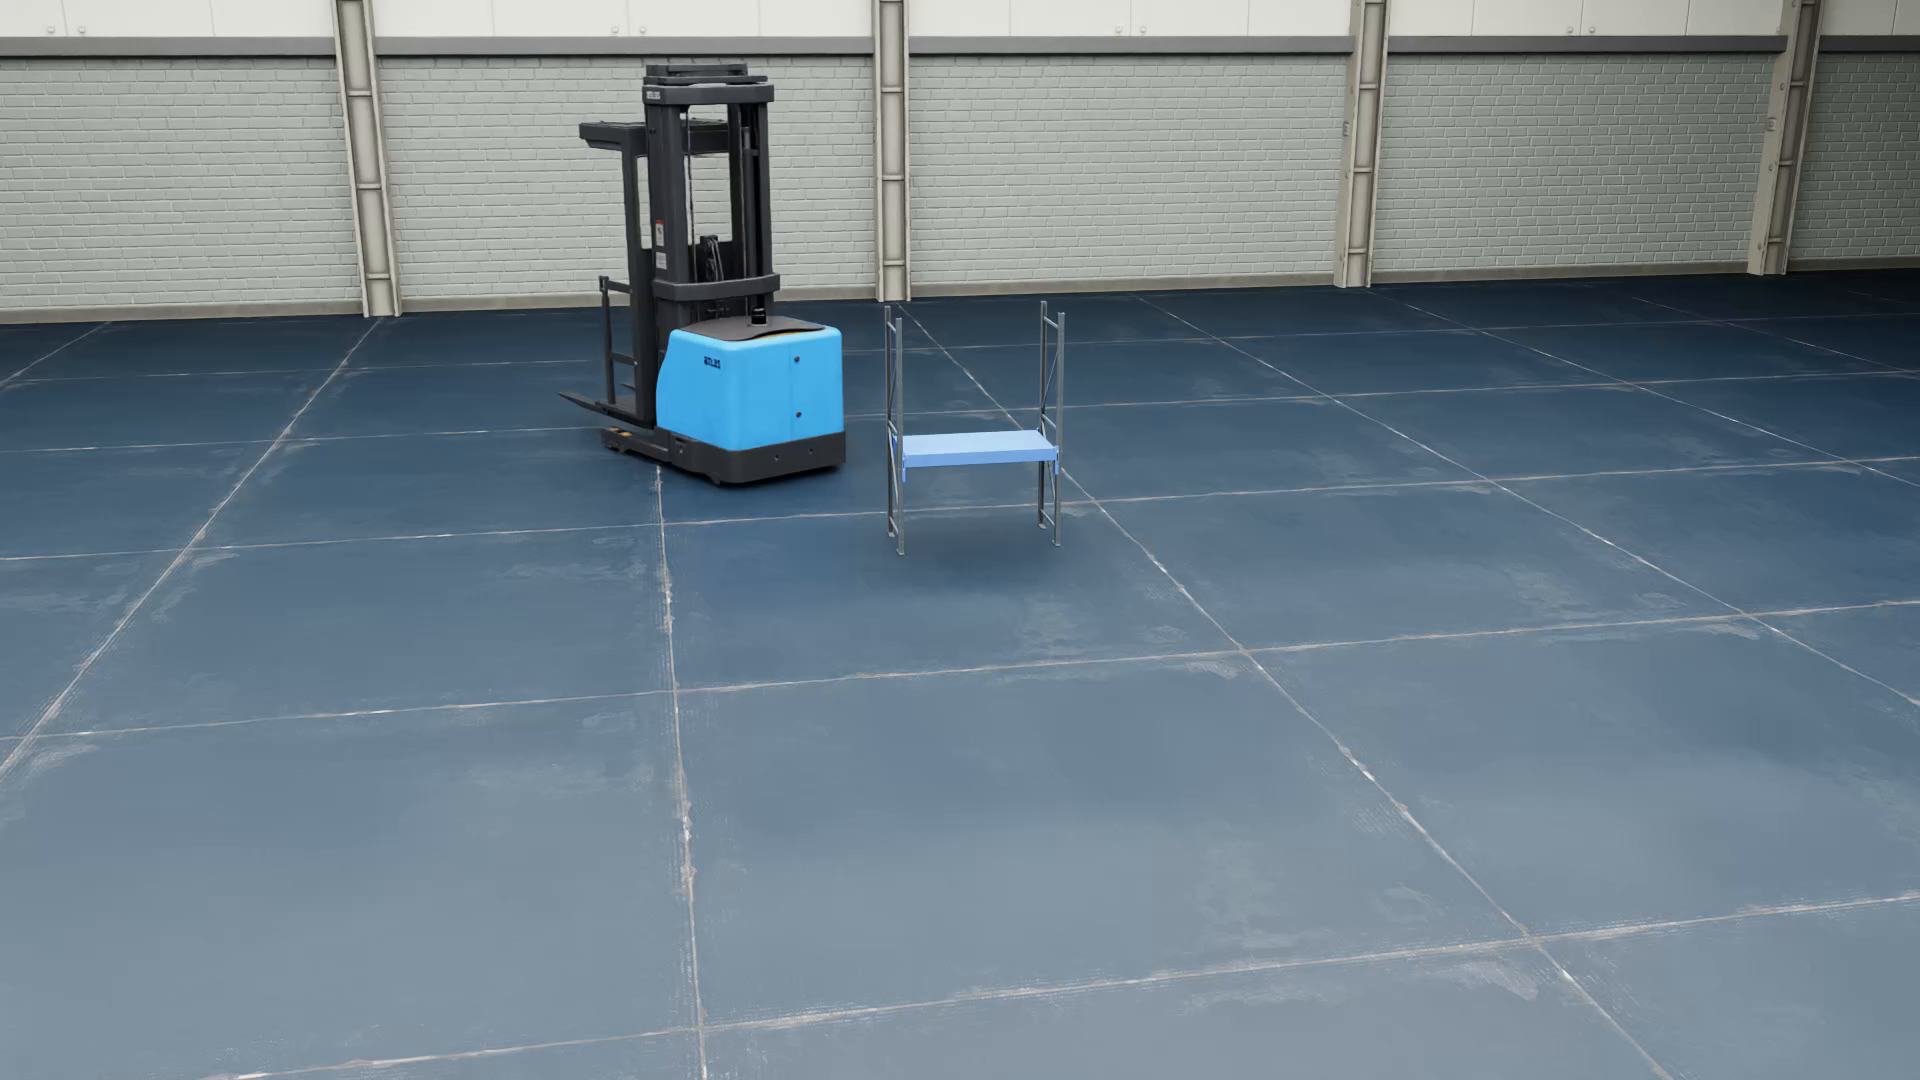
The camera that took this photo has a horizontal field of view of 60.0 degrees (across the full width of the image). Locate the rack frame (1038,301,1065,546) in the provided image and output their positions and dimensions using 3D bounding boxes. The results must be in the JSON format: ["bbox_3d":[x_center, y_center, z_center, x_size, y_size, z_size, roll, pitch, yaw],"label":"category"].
[{"bbox_3d":[0.583,-0.750,10.699,0.032,1.500,0.500,-3,17,-10],"label":"rack frame"}]

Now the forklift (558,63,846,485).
[{"bbox_3d":[-2.189,-2.164,12.865,1.130,2.935,3.031,-14,22,-38],"label":"forklift"}]

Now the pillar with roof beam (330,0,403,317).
[{"bbox_3d":[-5.896,-5.686,13.997,0.400,9.000,9.100,-3,17,-10],"label":"pillar with roof beam"}]

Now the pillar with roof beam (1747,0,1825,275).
[{"bbox_3d":[11.777,-6.689,17.262,0.400,9.000,9.100,-3,17,-10],"label":"pillar with roof beam"}]

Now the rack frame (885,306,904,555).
[{"bbox_3d":[-0.415,-0.693,10.515,0.032,1.500,0.500,-3,17,-10],"label":"rack frame"}]

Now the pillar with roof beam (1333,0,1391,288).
[{"bbox_3d":[5.886,-6.354,16.174,0.400,9.000,9.100,-3,17,-10],"label":"pillar with roof beam"}]

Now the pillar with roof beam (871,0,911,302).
[{"bbox_3d":[-0.005,-6.020,15.085,0.400,9.000,9.100,-3,17,-10],"label":"pillar with roof beam"}]

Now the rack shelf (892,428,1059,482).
[{"bbox_3d":[0.084,-0.550,10.660,1.000,0.185,0.538,-3,17,-10],"label":"rack shelf"}]

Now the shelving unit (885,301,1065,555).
[{"bbox_3d":[0.084,-0.722,10.607,1.048,1.500,0.538,-3,17,-10],"label":"shelving unit"}]
